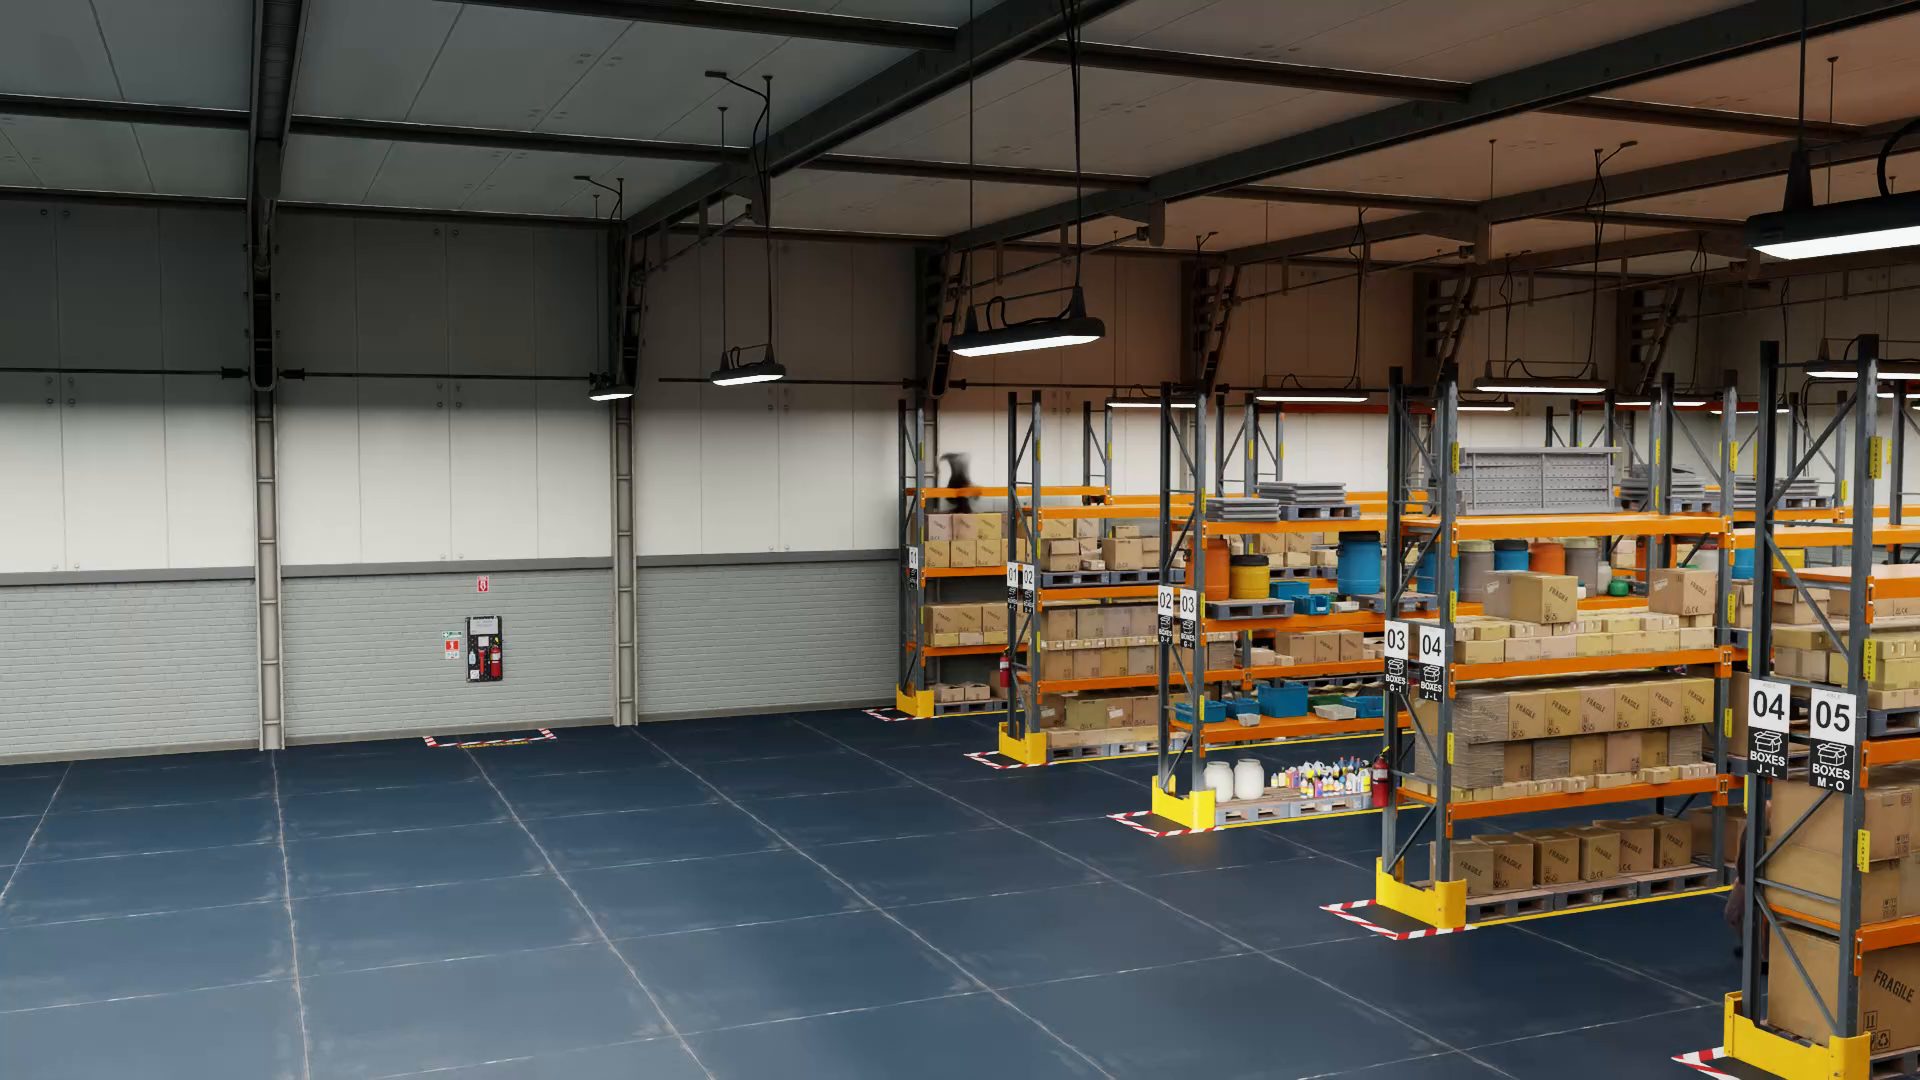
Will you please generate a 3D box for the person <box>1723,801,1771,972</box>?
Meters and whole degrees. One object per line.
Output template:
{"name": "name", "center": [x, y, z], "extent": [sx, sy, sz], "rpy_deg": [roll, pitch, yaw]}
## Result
{"name": "person", "center": [7.738, 3.365, 16.242], "extent": [0.566, 1.689, 0.768], "rpy_deg": [-1, 3, -15]}
